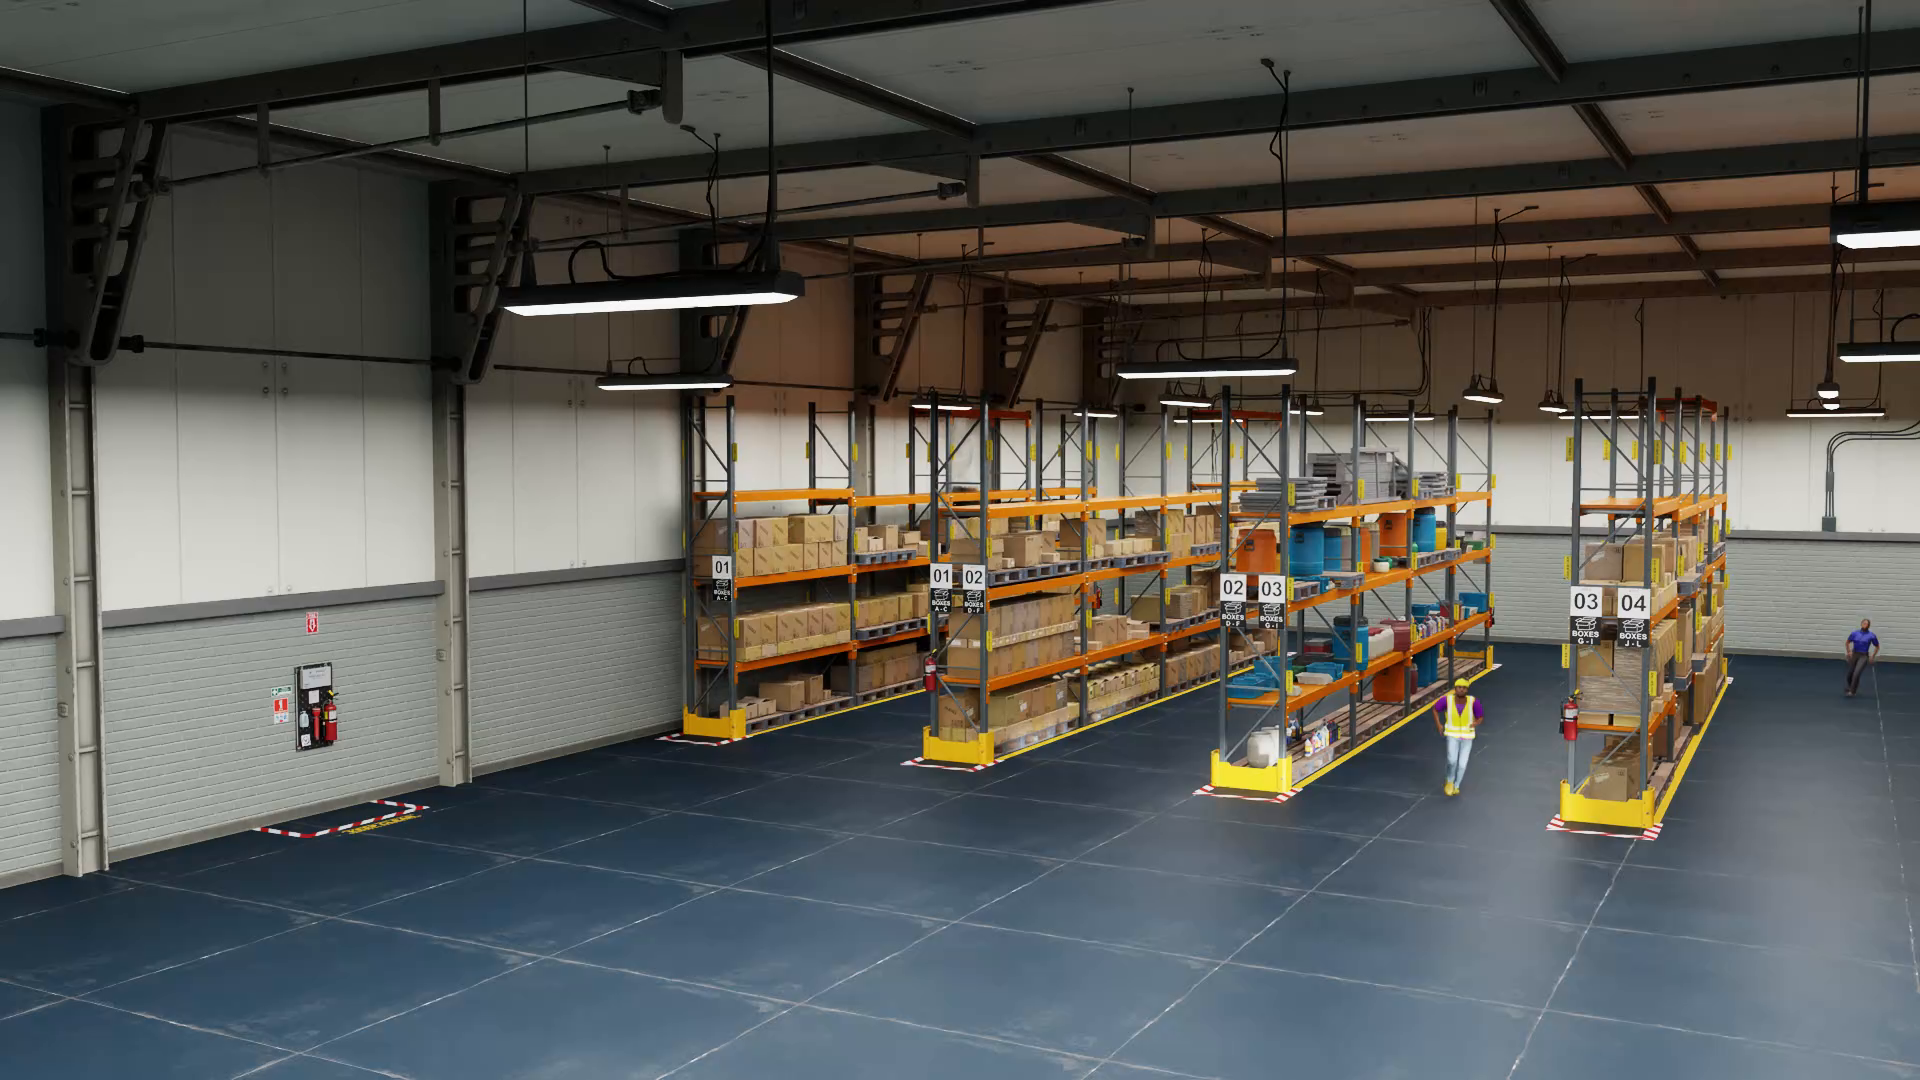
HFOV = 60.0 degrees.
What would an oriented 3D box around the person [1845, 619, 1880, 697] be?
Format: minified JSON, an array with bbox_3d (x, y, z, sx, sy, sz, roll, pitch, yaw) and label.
[{"bbox_3d":[18.460,2.417,34.043,0.646,1.582,0.642,2,4,36],"label":"person"}]

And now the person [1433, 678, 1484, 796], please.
[{"bbox_3d":[7.228,2.854,24.082,0.689,1.721,0.694,0,3,8],"label":"person"}]
